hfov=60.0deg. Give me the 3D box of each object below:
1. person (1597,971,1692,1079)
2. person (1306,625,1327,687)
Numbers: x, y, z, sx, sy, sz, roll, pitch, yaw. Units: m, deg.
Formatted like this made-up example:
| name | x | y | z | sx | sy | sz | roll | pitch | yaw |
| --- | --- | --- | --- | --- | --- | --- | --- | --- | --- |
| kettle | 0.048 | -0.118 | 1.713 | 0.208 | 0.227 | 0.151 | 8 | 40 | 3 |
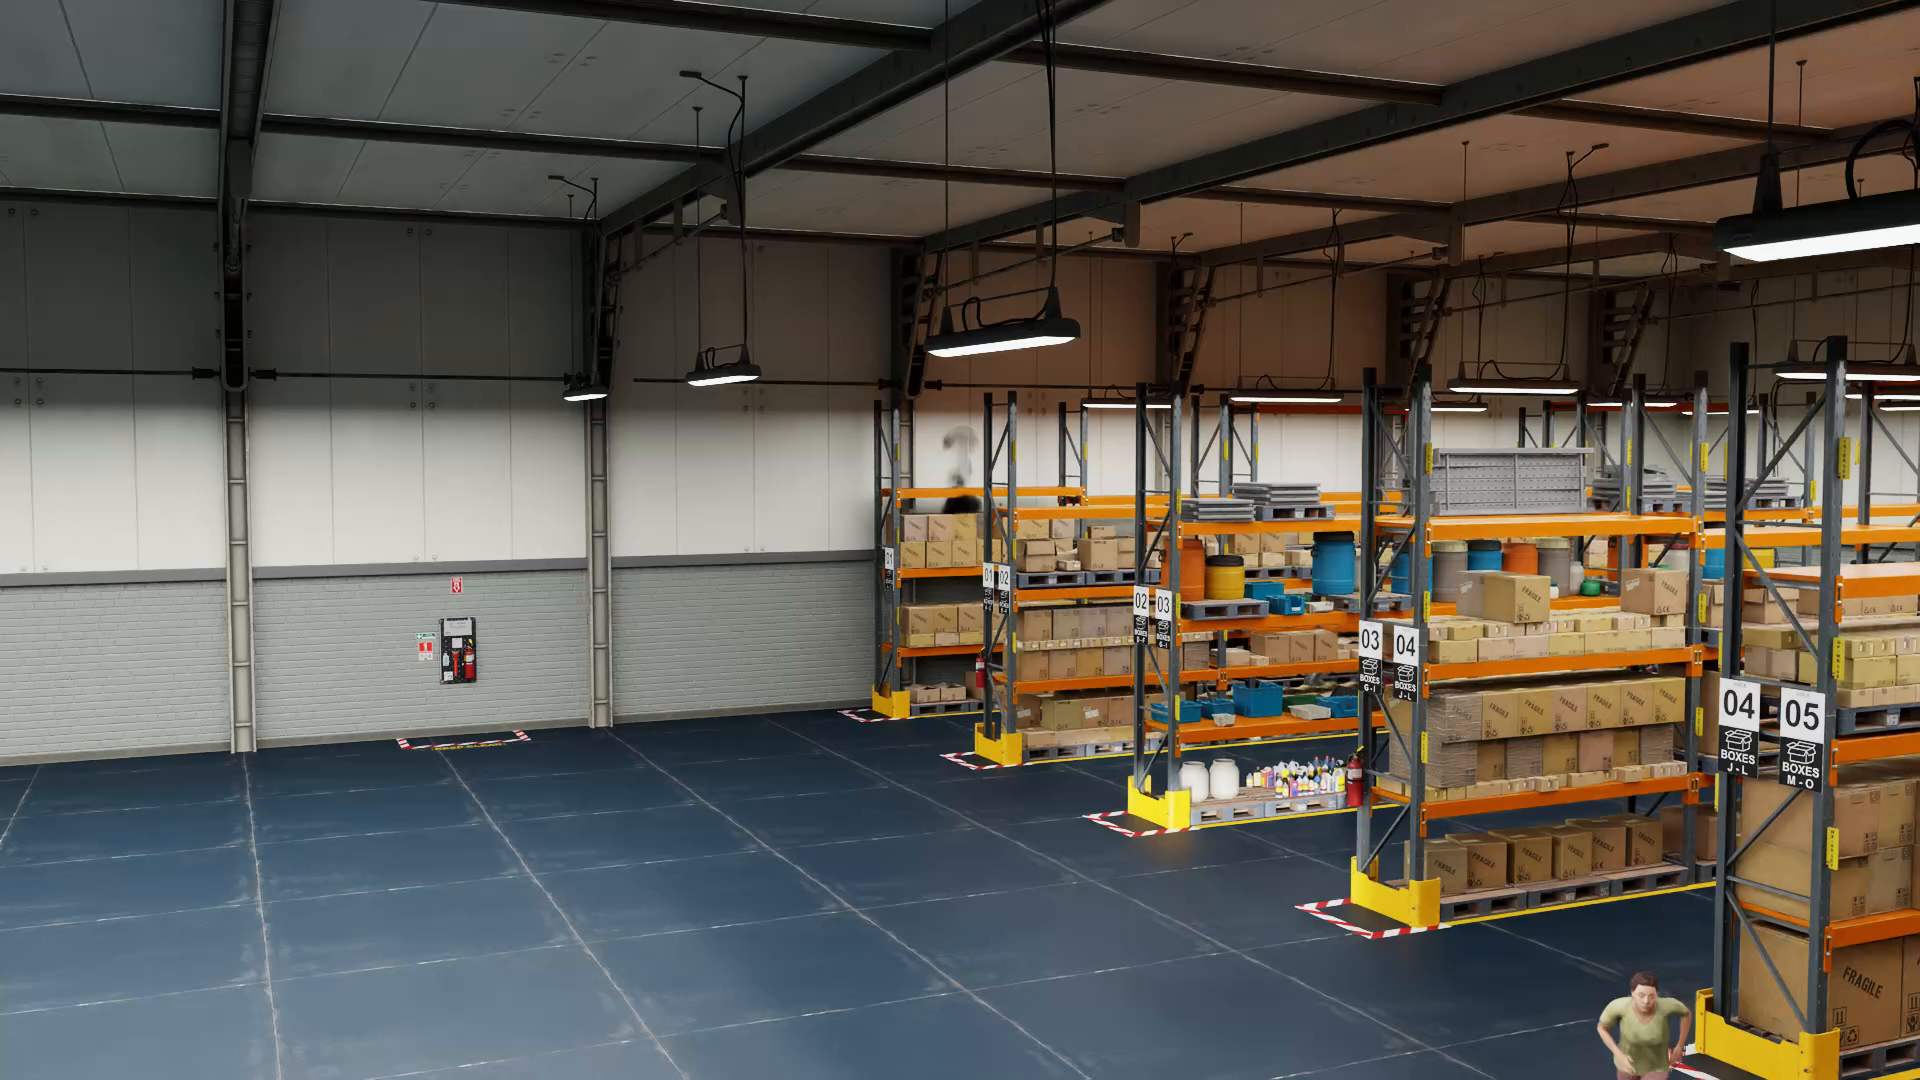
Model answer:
| name | x | y | z | sx | sy | sz | roll | pitch | yaw |
| --- | --- | --- | --- | --- | --- | --- | --- | --- | --- |
| person | 4.747 | 3.709 | 11.591 | 0.614 | 1.625 | 1.003 | 1 | 3 | 16 |
| person | 7.124 | 2.381 | 32.990 | 0.760 | 1.733 | 0.669 | -2 | 4 | -36 |
